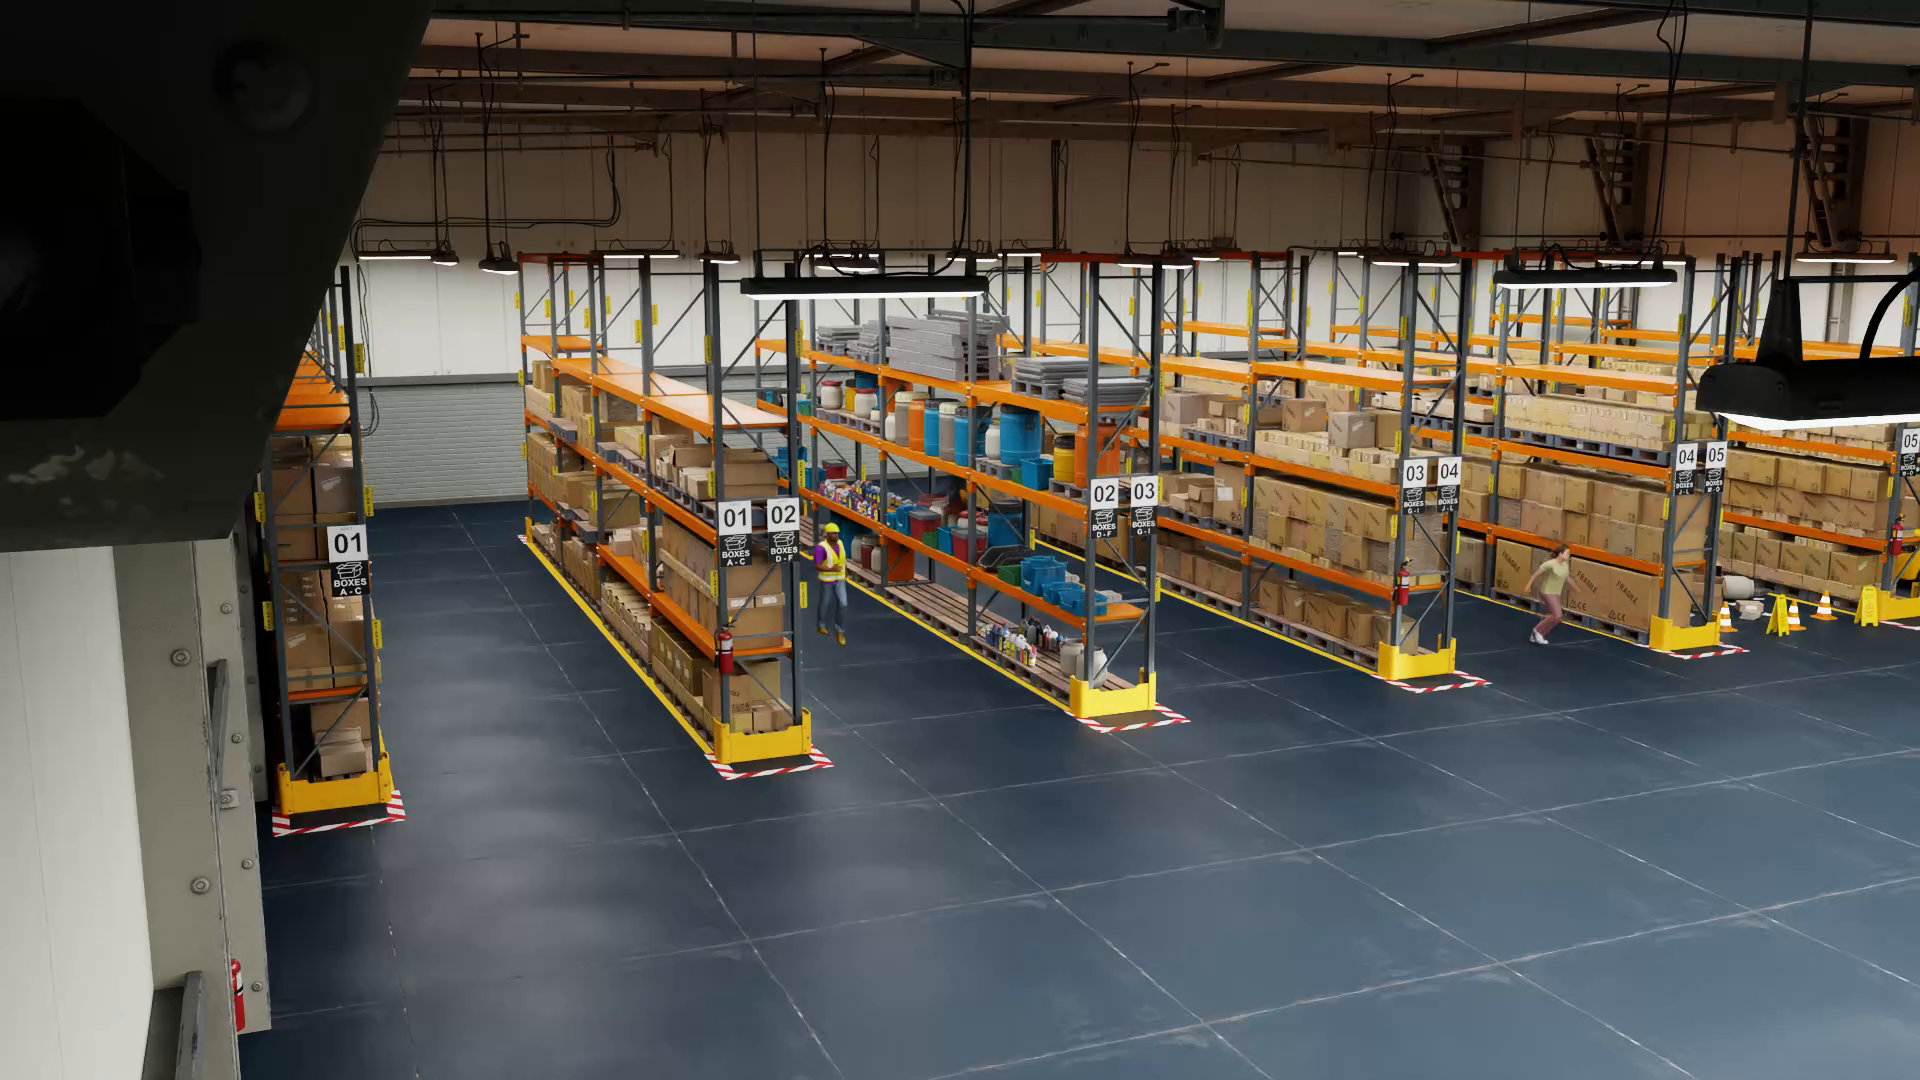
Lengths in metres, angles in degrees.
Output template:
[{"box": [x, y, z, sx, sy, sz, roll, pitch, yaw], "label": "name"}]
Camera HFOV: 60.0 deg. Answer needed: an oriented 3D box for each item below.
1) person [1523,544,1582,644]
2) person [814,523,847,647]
[{"box": [9.242, 0.848, 25.847, 0.547, 1.611, 0.768, -8, 13, -37], "label": "person"}, {"box": [-1.917, 0.667, 25.036, 0.651, 1.875, 0.811, -6, 12, -31], "label": "person"}]
